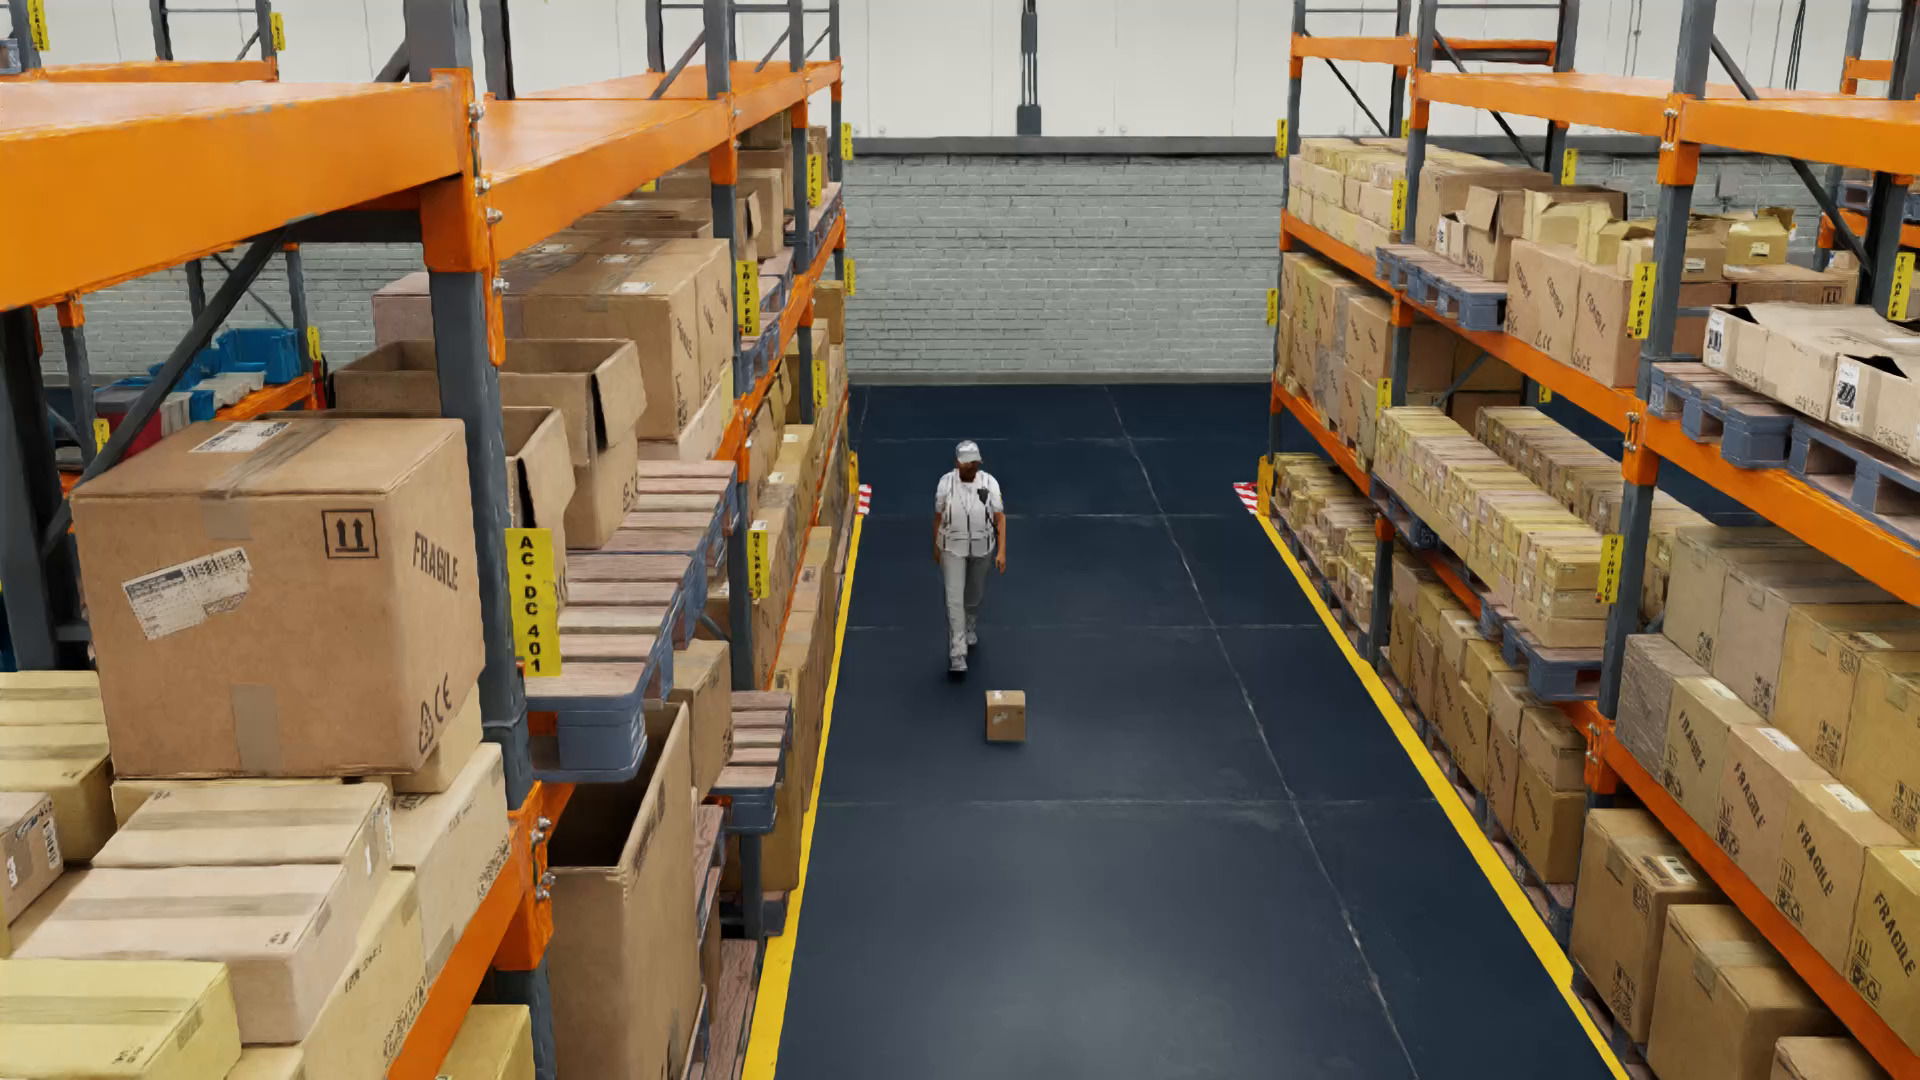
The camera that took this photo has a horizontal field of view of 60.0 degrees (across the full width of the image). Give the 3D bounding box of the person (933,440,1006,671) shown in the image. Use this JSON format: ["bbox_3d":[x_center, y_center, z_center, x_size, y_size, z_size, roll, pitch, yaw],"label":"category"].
[{"bbox_3d":[0.084,0.075,11.829,0.496,1.606,0.934,-3,17,-8],"label":"person"}]
